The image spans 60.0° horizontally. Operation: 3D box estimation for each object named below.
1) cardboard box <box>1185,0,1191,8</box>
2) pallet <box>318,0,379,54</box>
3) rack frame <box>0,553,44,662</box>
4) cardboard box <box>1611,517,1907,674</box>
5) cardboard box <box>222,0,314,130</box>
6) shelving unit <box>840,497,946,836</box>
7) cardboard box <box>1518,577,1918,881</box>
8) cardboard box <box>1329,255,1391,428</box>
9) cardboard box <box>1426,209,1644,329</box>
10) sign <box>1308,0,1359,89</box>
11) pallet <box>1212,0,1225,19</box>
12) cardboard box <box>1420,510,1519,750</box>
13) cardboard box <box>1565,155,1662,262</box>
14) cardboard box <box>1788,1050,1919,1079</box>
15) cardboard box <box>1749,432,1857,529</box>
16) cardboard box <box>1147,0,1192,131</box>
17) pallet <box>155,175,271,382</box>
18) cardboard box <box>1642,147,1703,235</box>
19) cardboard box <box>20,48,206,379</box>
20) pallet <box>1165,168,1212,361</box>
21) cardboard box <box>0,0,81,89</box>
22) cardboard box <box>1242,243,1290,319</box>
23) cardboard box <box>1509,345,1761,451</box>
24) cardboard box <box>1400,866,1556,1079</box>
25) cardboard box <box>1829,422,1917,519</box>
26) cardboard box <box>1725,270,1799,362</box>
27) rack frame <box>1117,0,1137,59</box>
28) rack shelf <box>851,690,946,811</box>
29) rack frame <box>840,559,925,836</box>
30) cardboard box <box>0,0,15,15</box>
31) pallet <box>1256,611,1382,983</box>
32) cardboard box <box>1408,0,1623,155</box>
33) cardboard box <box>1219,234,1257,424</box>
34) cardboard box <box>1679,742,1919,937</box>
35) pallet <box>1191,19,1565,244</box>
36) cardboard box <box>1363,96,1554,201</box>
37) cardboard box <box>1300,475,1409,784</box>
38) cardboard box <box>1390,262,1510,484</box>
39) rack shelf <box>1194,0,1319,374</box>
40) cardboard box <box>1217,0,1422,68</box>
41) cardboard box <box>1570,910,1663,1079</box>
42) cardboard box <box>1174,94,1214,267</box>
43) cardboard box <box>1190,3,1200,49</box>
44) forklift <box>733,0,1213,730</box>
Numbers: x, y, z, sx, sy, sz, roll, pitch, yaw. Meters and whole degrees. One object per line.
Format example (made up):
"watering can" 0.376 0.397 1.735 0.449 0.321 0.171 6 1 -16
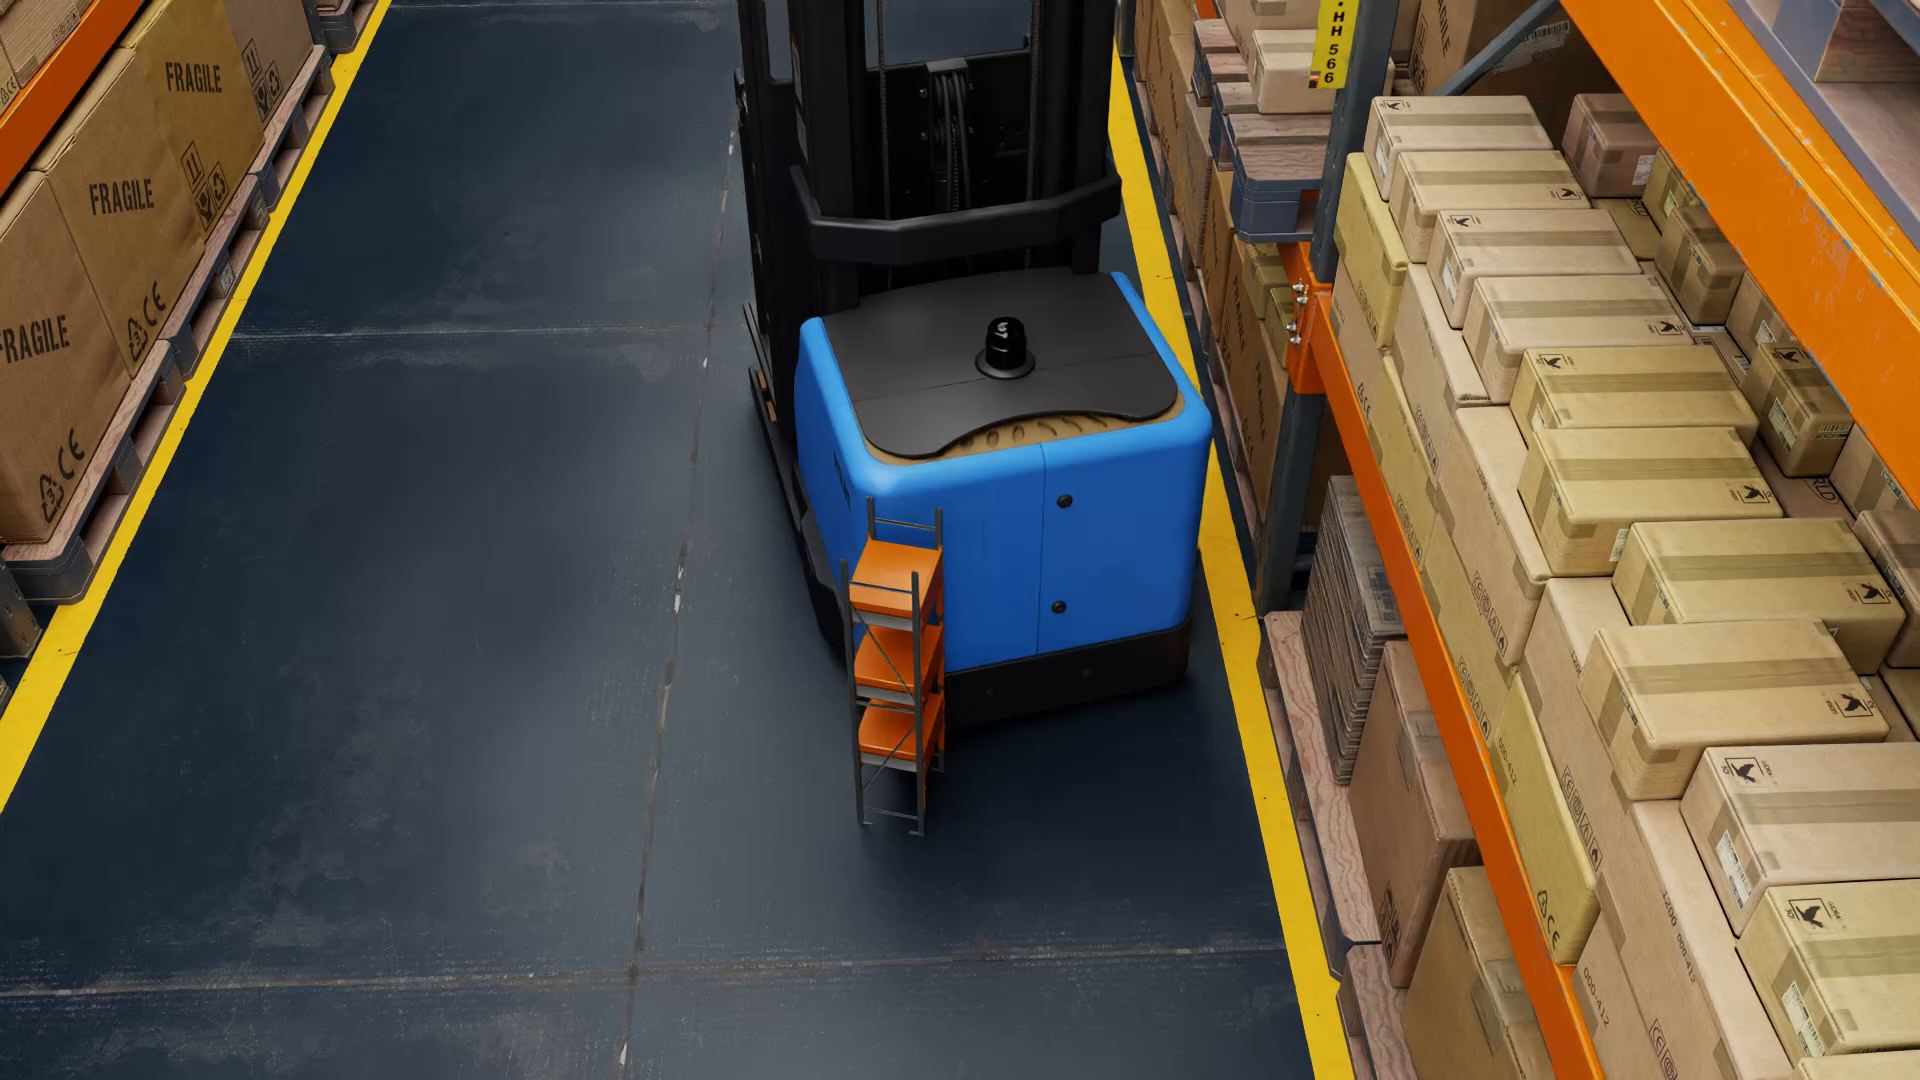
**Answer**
"cardboard box" 1.166 -2.458 7.271 0.380 0.149 0.250 -4 43 -4
"pallet" -3.608 -2.936 8.797 1.003 0.211 1.213 -2 43 -2
"rack frame" -3.484 -0.748 4.346 1.000 3.000 0.127 -2 43 -2
"cardboard box" 1.368 0.099 2.868 0.380 0.149 0.250 -2 43 -2
"cardboard box" -3.547 -2.403 7.414 0.875 0.875 0.875 0 43 0
"shelving unit" -0.172 0.372 4.567 0.215 1.050 0.252 9 43 10
"cardboard box" 1.321 0.321 2.921 0.500 0.250 0.500 -1 43 -1
"cardboard box" 1.250 -0.531 4.220 0.500 0.250 0.500 -1 43 -2
"cardboard box" 1.244 -0.592 3.622 0.380 0.149 0.250 -1 43 -1
"sign" 0.934 -1.268 4.116 0.100 0.325 0.005 -2 43 -2
"pallet" 1.388 -2.135 6.001 1.003 0.211 1.213 -2 43 -2
"cardboard box" 1.295 0.156 3.470 0.500 0.250 0.500 -3 43 -3
"cardboard box" 1.772 -0.726 4.064 0.500 0.250 0.500 -1 43 -1
"cardboard box" 1.278 0.793 2.111 0.380 0.149 0.250 -3 43 -3
"cardboard box" 1.814 -0.043 3.318 0.500 0.250 0.500 -2 43 -2
"cardboard box" 1.134 -2.134 7.398 0.500 0.500 0.500 -2 43 -2
"pallet" -3.491 -1.076 6.767 1.003 0.211 1.213 -2 43 -2
"cardboard box" 1.814 -0.781 3.829 0.380 0.149 0.250 -1 43 -1
"cardboard box" -3.464 -1.190 6.090 0.875 0.875 0.875 -1 43 -1
"pallet" 1.433 -1.191 6.894 1.003 0.211 1.213 -2 43 -2
"cardboard box" -3.309 -1.731 5.529 0.500 0.250 0.500 0 43 0
"cardboard box" 1.159 -0.875 5.543 0.380 0.149 0.250 -4 43 -4
"cardboard box" 1.308 -0.247 3.246 0.380 0.149 0.250 -1 43 -1
"cardboard box" 1.553 1.145 3.728 0.875 0.625 0.625 -3 43 -4
"cardboard box" 1.872 -0.096 3.081 0.380 0.149 0.250 -2 43 -2
"cardboard box" 1.844 -0.441 3.457 0.380 0.149 0.250 -2 43 -3
"rack frame" 1.306 -3.593 7.450 1.000 3.000 0.127 -2 43 -2
"rack shelf" -0.172 0.585 4.762 0.215 0.259 0.240 9 43 10
"rack frame" -0.200 0.453 4.479 0.200 1.050 0.008 9 43 10
"cardboard box" -3.288 -1.912 5.357 0.500 0.250 0.500 -2 43 -2
"pallet" 1.471 0.692 4.839 1.003 0.211 1.213 -2 43 -2
"cardboard box" 1.610 -1.436 4.712 0.500 0.500 0.500 0 43 0
"cardboard box" 1.232 -0.744 5.880 0.500 0.500 0.500 -2 43 -2
"cardboard box" 1.325 0.446 2.490 0.380 0.149 0.250 -1 43 -1
"pallet" 1.377 -1.278 5.066 1.213 0.211 1.003 -2 43 -2
"cardboard box" 1.195 -0.945 4.007 0.380 0.149 0.250 0 43 -1
"cardboard box" 1.488 0.249 4.705 0.875 0.625 0.625 0 43 0
"cardboard box" 1.270 -0.377 3.682 0.500 0.250 0.500 0 43 0
"rack shelf" 1.391 -1.978 6.220 1.077 0.370 4.000 -2 43 -2
"cardboard box" 1.107 -1.695 5.180 0.500 0.250 0.500 -3 43 -4
"cardboard box" 1.345 0.855 2.708 0.500 0.250 0.500 -1 43 -2
"cardboard box" 1.166 -1.447 6.648 0.500 0.500 0.500 -3 43 -3
"cardboard box" 1.165 -2.104 6.884 0.380 0.149 0.250 -2 43 -2
"forklift" -0.163 -1.491 5.208 1.130 2.935 3.031 -10 44 -11
